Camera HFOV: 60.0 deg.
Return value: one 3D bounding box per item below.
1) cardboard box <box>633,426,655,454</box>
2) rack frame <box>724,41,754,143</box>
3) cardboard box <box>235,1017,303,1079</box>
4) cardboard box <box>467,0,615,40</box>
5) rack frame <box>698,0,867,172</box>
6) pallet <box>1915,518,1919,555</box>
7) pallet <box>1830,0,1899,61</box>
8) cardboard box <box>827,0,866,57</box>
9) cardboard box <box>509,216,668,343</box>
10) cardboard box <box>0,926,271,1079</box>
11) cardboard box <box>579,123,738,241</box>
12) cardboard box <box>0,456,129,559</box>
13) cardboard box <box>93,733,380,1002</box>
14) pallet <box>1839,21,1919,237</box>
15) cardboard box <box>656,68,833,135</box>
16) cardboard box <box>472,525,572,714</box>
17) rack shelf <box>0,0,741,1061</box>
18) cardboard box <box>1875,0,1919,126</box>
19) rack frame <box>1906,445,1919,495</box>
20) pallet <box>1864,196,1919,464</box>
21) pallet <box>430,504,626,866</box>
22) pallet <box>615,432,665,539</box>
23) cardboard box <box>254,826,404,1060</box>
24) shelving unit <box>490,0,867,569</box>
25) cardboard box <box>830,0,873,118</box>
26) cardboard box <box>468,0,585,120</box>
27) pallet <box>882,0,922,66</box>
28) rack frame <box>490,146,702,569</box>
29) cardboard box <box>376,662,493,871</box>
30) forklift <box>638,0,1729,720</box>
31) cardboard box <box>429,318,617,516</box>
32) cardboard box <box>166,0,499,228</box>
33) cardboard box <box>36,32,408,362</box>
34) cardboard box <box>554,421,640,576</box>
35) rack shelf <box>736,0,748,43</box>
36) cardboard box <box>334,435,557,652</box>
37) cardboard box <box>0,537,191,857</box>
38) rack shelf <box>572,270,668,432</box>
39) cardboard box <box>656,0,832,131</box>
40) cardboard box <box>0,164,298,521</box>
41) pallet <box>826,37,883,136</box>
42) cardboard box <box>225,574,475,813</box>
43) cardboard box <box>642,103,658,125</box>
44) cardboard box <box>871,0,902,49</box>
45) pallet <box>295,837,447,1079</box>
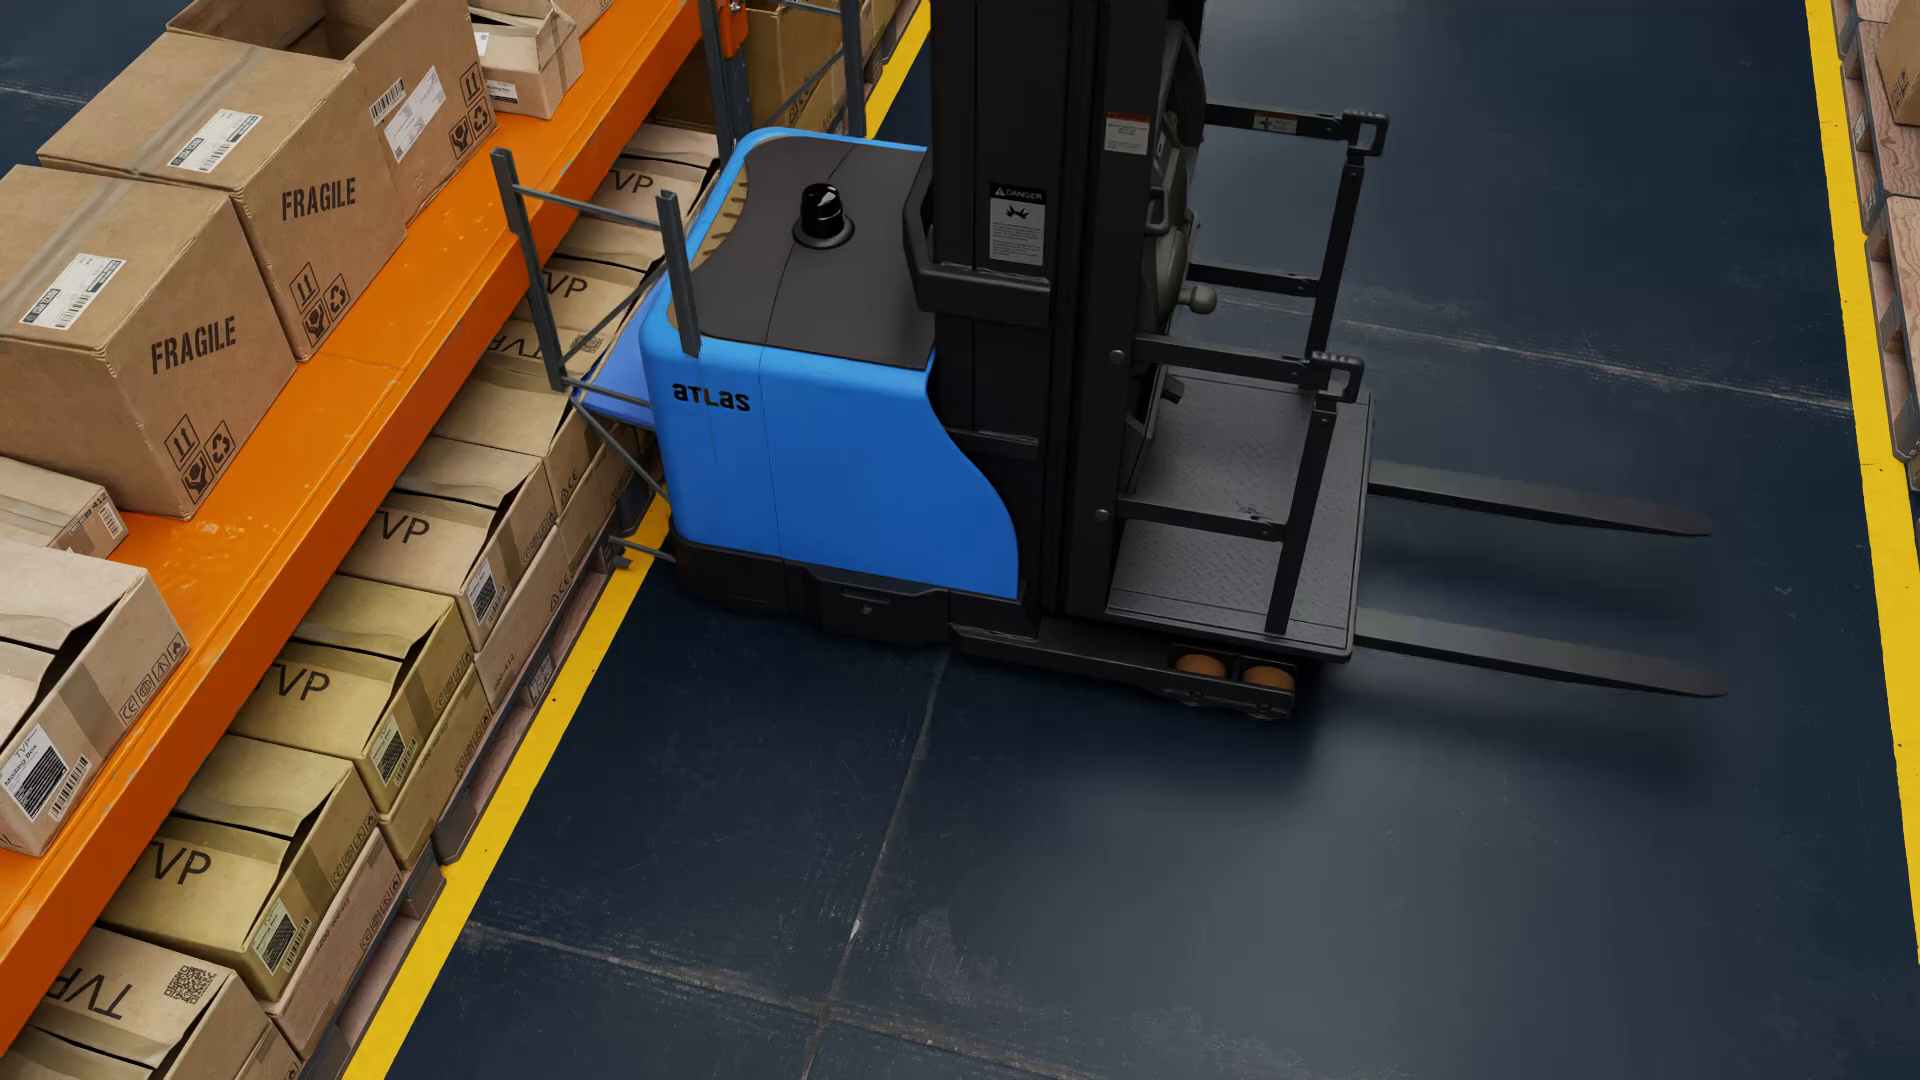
[{"bbox_3d":[-1.170,-0.573,5.309,0.500,0.250,0.500,11,49,9],"label":"cardboard box"},{"bbox_3d":[-1.206,-2.067,5.073,1.000,3.000,0.127,12,50,10],"label":"rack frame"},{"bbox_3d":[-1.838,1.277,3.676,0.500,0.250,0.500,11,50,10],"label":"cardboard box"},{"bbox_3d":[-1.293,-1.652,4.808,0.500,0.250,0.500,14,50,12],"label":"cardboard box"},{"bbox_3d":[-0.509,-1.087,5.150,0.500,1.500,0.032,17,51,15],"label":"rack frame"},{"bbox_3d":[3.371,0.394,4.761,1.003,0.211,1.213,12,50,10],"label":"pallet"},{"bbox_3d":[4.359,-2.427,7.251,1.003,0.211,1.213,12,50,10],"label":"pallet"},{"bbox_3d":[-0.658,-2.181,6.228,0.500,0.500,0.500,12,50,10],"label":"cardboard box"},{"bbox_3d":[-1.167,-0.754,5.095,0.500,0.311,0.500,13,50,11],"label":"cardboard box"},{"bbox_3d":[-1.838,1.091,3.466,0.500,0.311,0.500,13,50,11],"label":"cardboard box"},{"bbox_3d":[-1.036,-1.132,5.428,0.500,0.311,0.500,12,50,10],"label":"cardboard box"},{"bbox_3d":[-1.977,-0.024,3.438,0.380,0.149,0.250,15,50,13],"label":"cardboard box"},{"bbox_3d":[-1.707,0.710,3.803,0.500,0.311,0.500,10,49,9],"label":"cardboard box"},{"bbox_3d":[4.036,-1.547,6.475,1.003,0.211,1.213,12,50,10],"label":"pallet"},{"bbox_3d":[-0.791,-1.571,6.190,0.500,0.250,0.500,12,50,10],"label":"cardboard box"},{"bbox_3d":[-1.440,0.165,4.658,0.500,0.250,0.500,12,50,11],"label":"cardboard box"},{"bbox_3d":[-1.732,-0.382,4.066,1.077,0.370,4.000,12,50,10],"label":"rack shelf"},{"bbox_3d":[3.967,-1.888,6.289,0.700,0.500,0.500,9,49,8],"label":"cardboard box"},{"bbox_3d":[3.574,-1.092,4.213,1.000,3.000,0.127,12,50,10],"label":"rack frame"},{"bbox_3d":[3.717,-0.662,5.693,1.003,0.211,1.213,12,50,10],"label":"pallet"},{"bbox_3d":[-1.681,0.282,4.860,1.003,0.211,1.213,12,50,10],"label":"pallet"},{"bbox_3d":[-1.362,-0.603,5.642,1.003,0.211,1.213,12,50,10],"label":"pallet"},{"bbox_3d":[-1.706,0.913,3.997,0.500,0.250,0.500,10,49,9],"label":"cardboard box"},{"bbox_3d":[-0.703,-0.733,4.840,0.538,1.500,1.048,17,51,15],"label":"shelving unit"},{"bbox_3d":[-0.655,-1.932,6.508,0.500,0.250,0.500,12,50,10],"label":"cardboard box"},{"bbox_3d":[-1.260,-1.350,4.530,0.396,0.266,0.258,10,49,9],"label":"cardboard box"},{"bbox_3d":[-0.637,-2.596,7.400,1.003,0.211,1.213,12,50,10],"label":"pallet"},{"bbox_3d":[-0.897,-0.380,4.530,0.500,1.500,0.032,17,51,15],"label":"rack frame"},{"bbox_3d":[-1.575,0.536,4.330,0.500,0.250,0.500,10,49,9],"label":"cardboard box"},{"bbox_3d":[0.716,-0.893,4.084,3.031,2.935,1.130,10,49,9],"label":"forklift"},{"bbox_3d":[-1.300,-0.394,4.777,0.500,0.311,0.500,11,50,10],"label":"cardboard box"},{"bbox_3d":[-1.562,-1.166,4.212,0.500,0.500,0.500,15,50,13],"label":"cardboard box"},{"bbox_3d":[-1.694,-0.804,3.892,0.500,0.500,0.500,12,50,10],"label":"cardboard box"},{"bbox_3d":[-1.305,-0.203,4.982,0.500,0.250,0.500,13,50,11],"label":"cardboard box"},{"bbox_3d":[-0.680,-3.275,6.620,1.077,0.370,4.000,12,50,10],"label":"rack shelf"},{"bbox_3d":[-1.436,-0.031,4.456,0.500,0.311,0.500,11,49,10],"label":"cardboard box"},{"bbox_3d":[-1.836,0.247,3.090,0.500,0.311,0.500,11,49,10],"label":"cardboard box"},{"bbox_3d":[-0.702,-0.614,4.974,0.538,0.185,1.000,17,51,15],"label":"rack shelf"},{"bbox_3d":[-0.782,-1.817,5.907,0.500,0.500,0.500,12,50,10],"label":"cardboard box"},{"bbox_3d":[-1.833,-0.423,3.556,0.500,0.500,0.500,9,49,8],"label":"cardboard box"},{"bbox_3d":[-0.956,-1.711,6.619,1.003,0.211,1.213,12,50,10],"label":"pallet"},{"bbox_3d":[-1.571,0.341,4.128,0.500,0.311,0.500,10,49,9],"label":"cardboard box"},{"bbox_3d":[-1.295,-1.674,6.281,0.500,0.250,0.500,12,50,10],"label":"cardboard box"},{"bbox_3d":[-0.518,-2.293,6.827,0.500,0.250,0.500,12,50,10],"label":"cardboard box"},{"bbox_3d":[-2.004,1.162,4.084,1.003,0.211,1.213,12,50,10],"label":"pallet"}]
